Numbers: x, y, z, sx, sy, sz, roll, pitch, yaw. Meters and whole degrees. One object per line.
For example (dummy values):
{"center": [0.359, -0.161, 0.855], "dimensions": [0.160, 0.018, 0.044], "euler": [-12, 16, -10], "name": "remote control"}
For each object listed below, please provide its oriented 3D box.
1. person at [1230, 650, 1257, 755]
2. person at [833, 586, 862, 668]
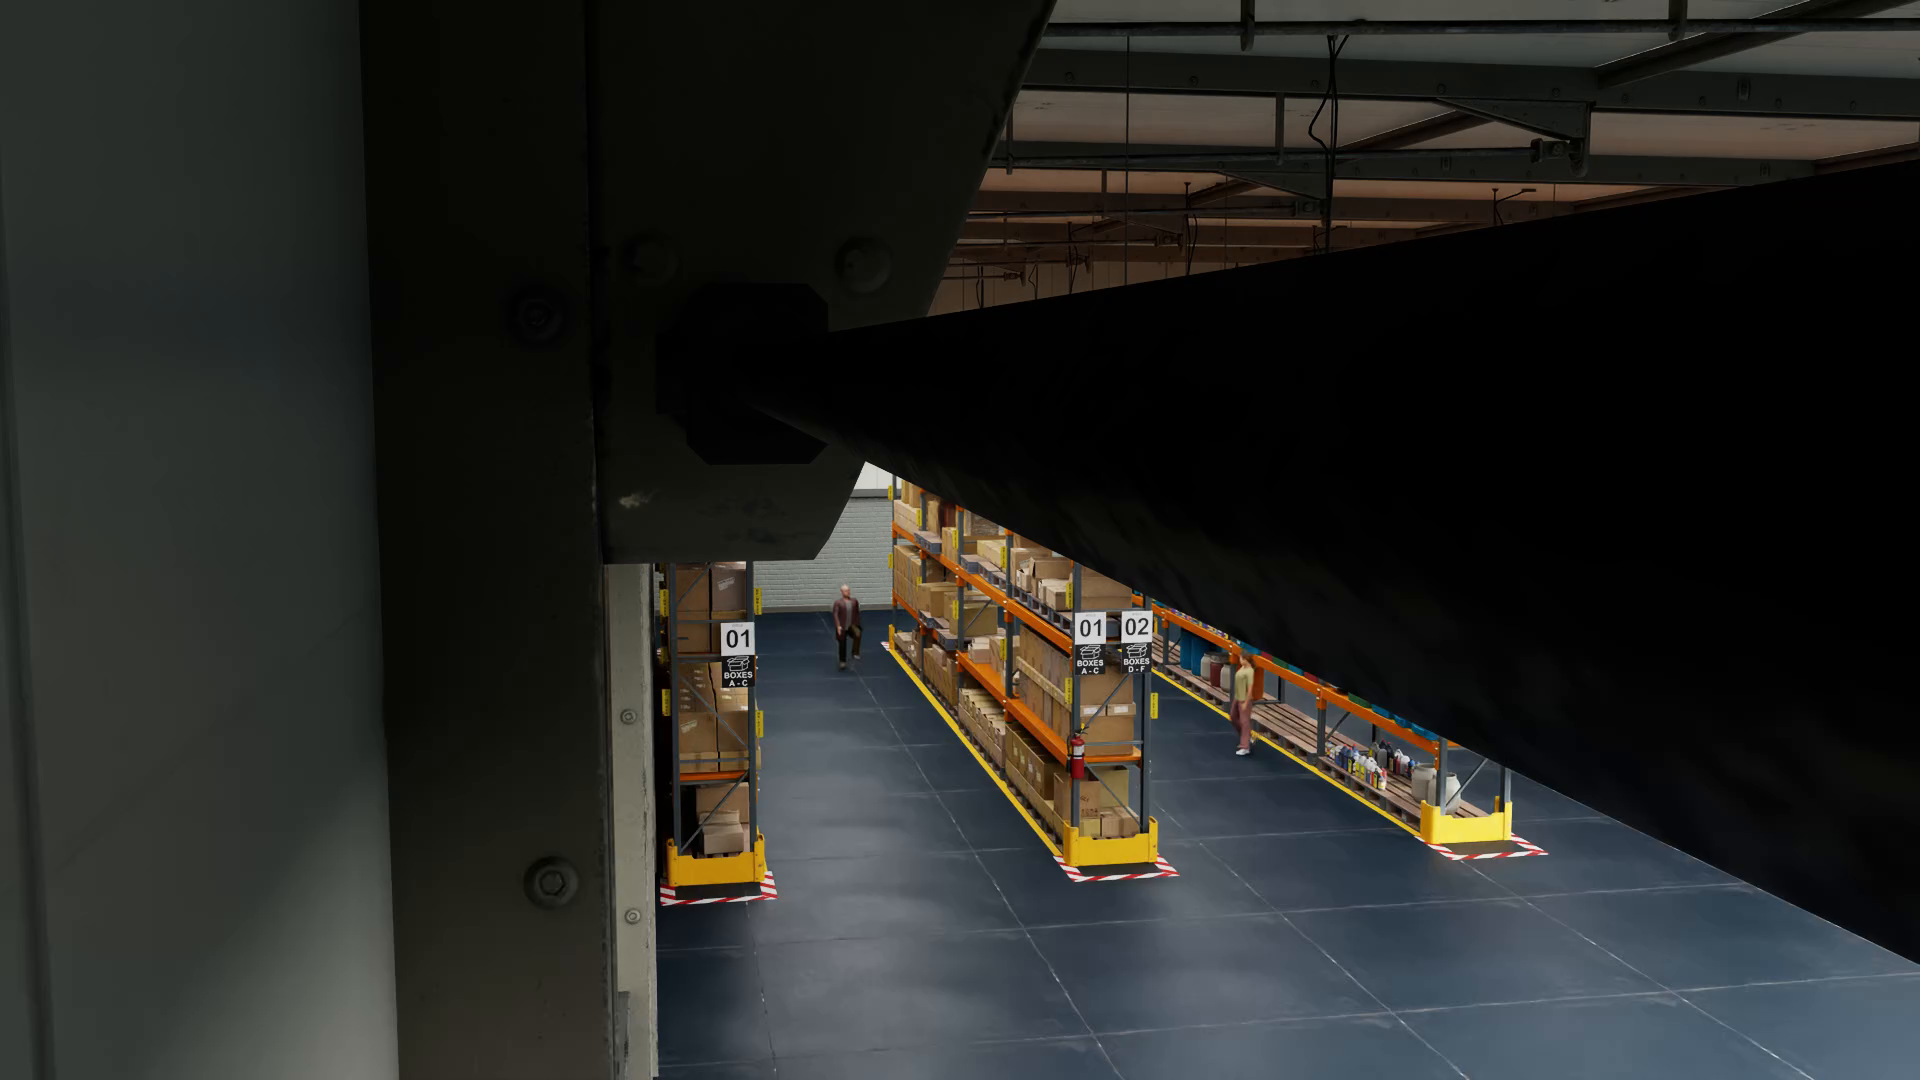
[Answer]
{"center": [4.589, 2.598, 26.845], "dimensions": [0.441, 1.684, 0.536], "euler": [-1, 6, -13], "name": "person"}
{"center": [-2.292, 1.791, 33.806], "dimensions": [0.579, 1.712, 1.050], "euler": [-1, 6, -12], "name": "person"}
